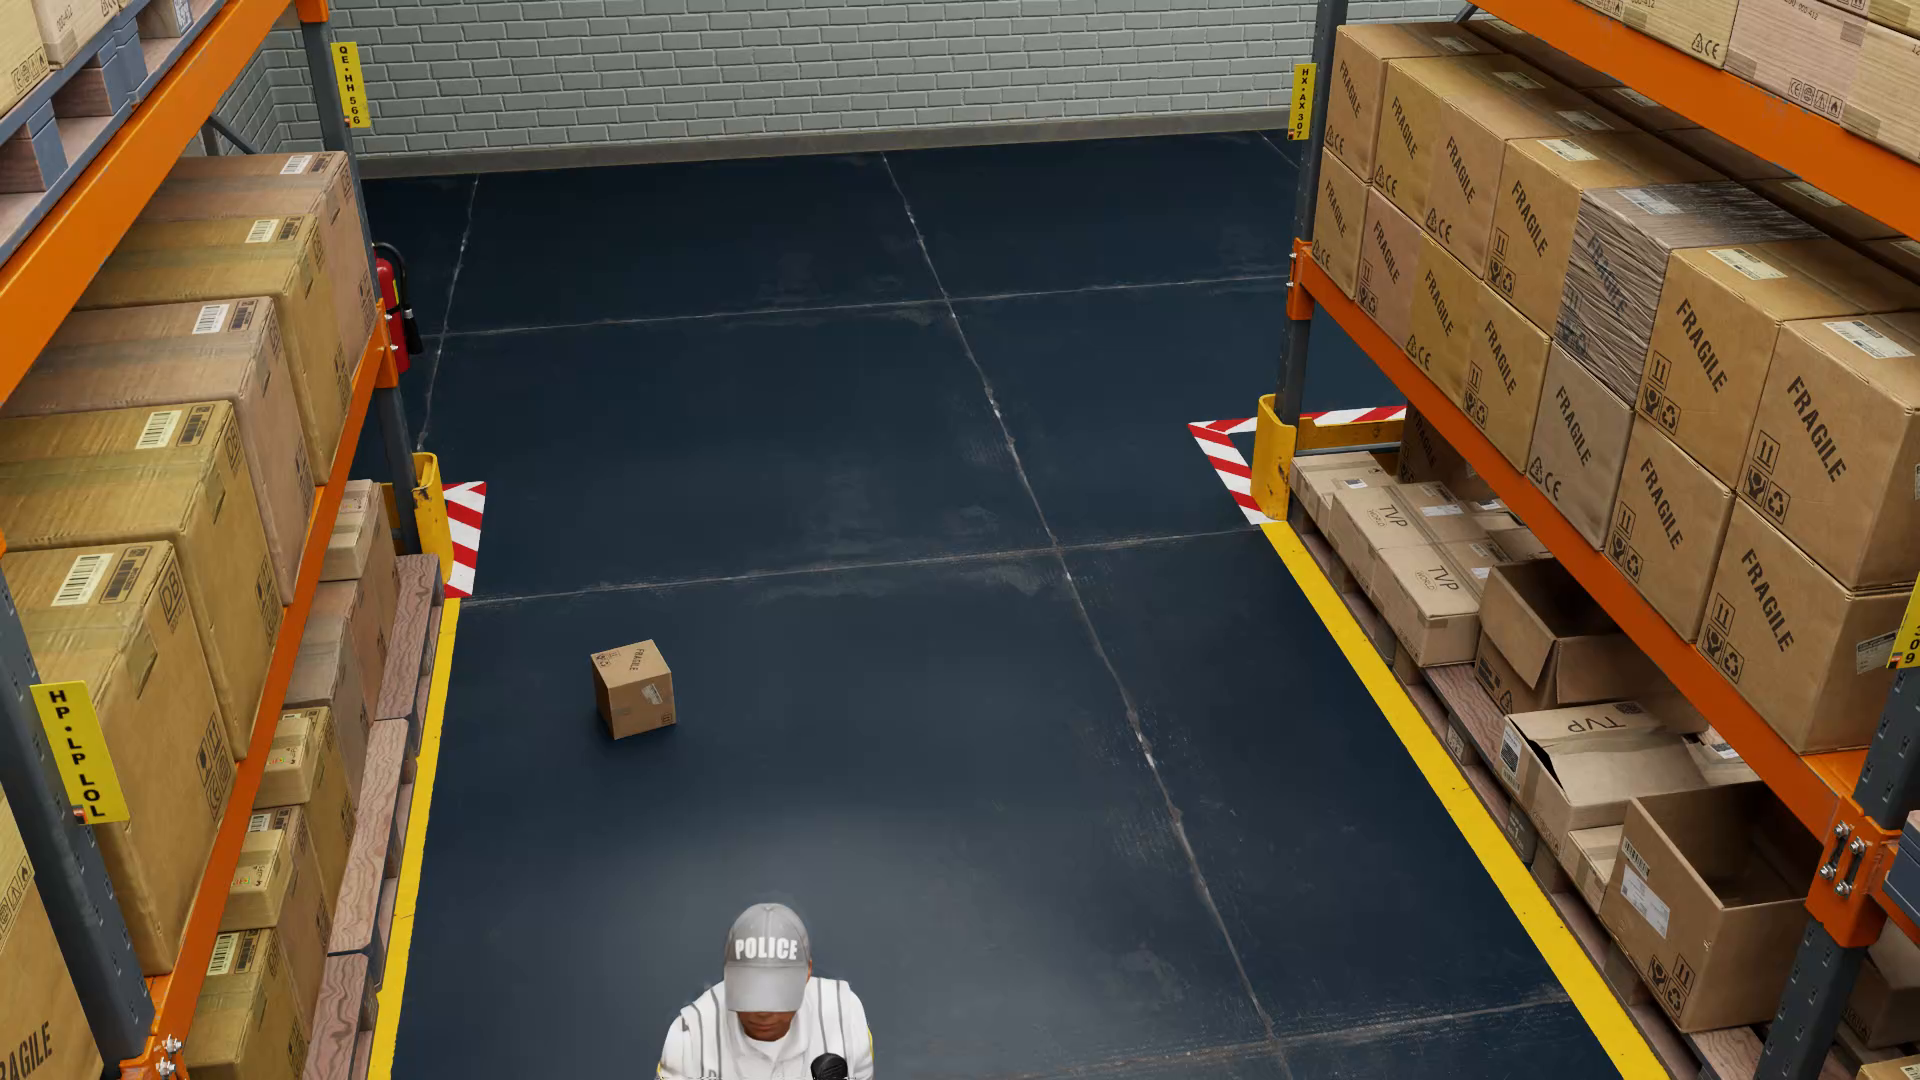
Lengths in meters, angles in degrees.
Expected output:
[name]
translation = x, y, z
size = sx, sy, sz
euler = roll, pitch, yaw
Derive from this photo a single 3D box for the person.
[person]
translation = -0.413, 1.466, 3.673
size = 0.497, 1.613, 0.990
euler = -4, 31, -6
